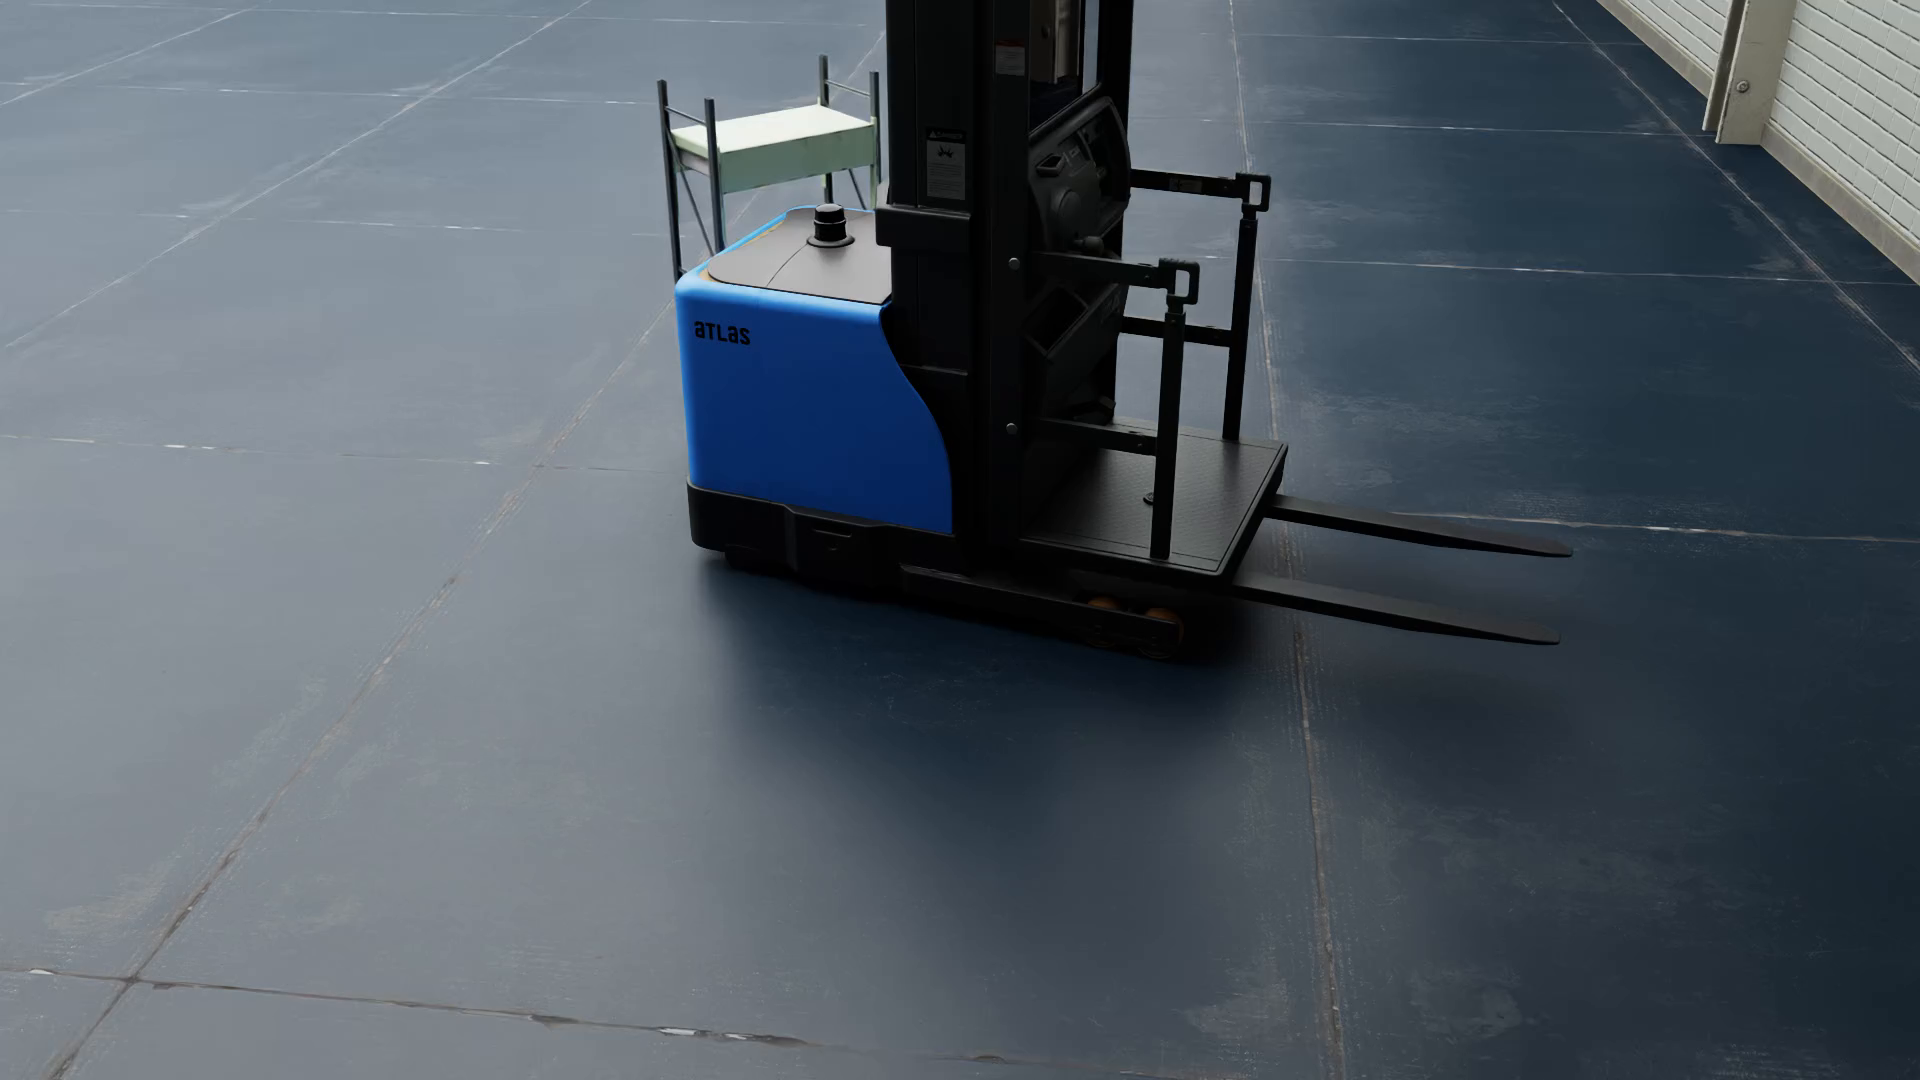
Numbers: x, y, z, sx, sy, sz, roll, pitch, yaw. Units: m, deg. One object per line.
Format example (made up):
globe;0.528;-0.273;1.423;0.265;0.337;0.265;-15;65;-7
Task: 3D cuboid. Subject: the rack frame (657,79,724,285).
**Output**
rack frame;-1.028;-1.025;6.571;0.023;1.500;0.400;-20;34;-32

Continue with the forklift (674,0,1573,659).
forklift;0.581;-1.182;5.354;3.031;2.935;1.130;11;30;19

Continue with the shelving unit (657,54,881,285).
shelving unit;-0.736;-1.130;6.765;0.755;1.500;0.431;-20;34;-32

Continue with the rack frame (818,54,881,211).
rack frame;-0.445;-1.235;6.960;0.023;1.500;0.400;-20;34;-32

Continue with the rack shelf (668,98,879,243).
rack shelf;-0.737;-1.474;6.581;0.720;0.370;0.431;-20;34;-32

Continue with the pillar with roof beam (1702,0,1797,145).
pillar with roof beam;1.014;-6.972;9.703;9.100;9.000;0.400;3;28;6
